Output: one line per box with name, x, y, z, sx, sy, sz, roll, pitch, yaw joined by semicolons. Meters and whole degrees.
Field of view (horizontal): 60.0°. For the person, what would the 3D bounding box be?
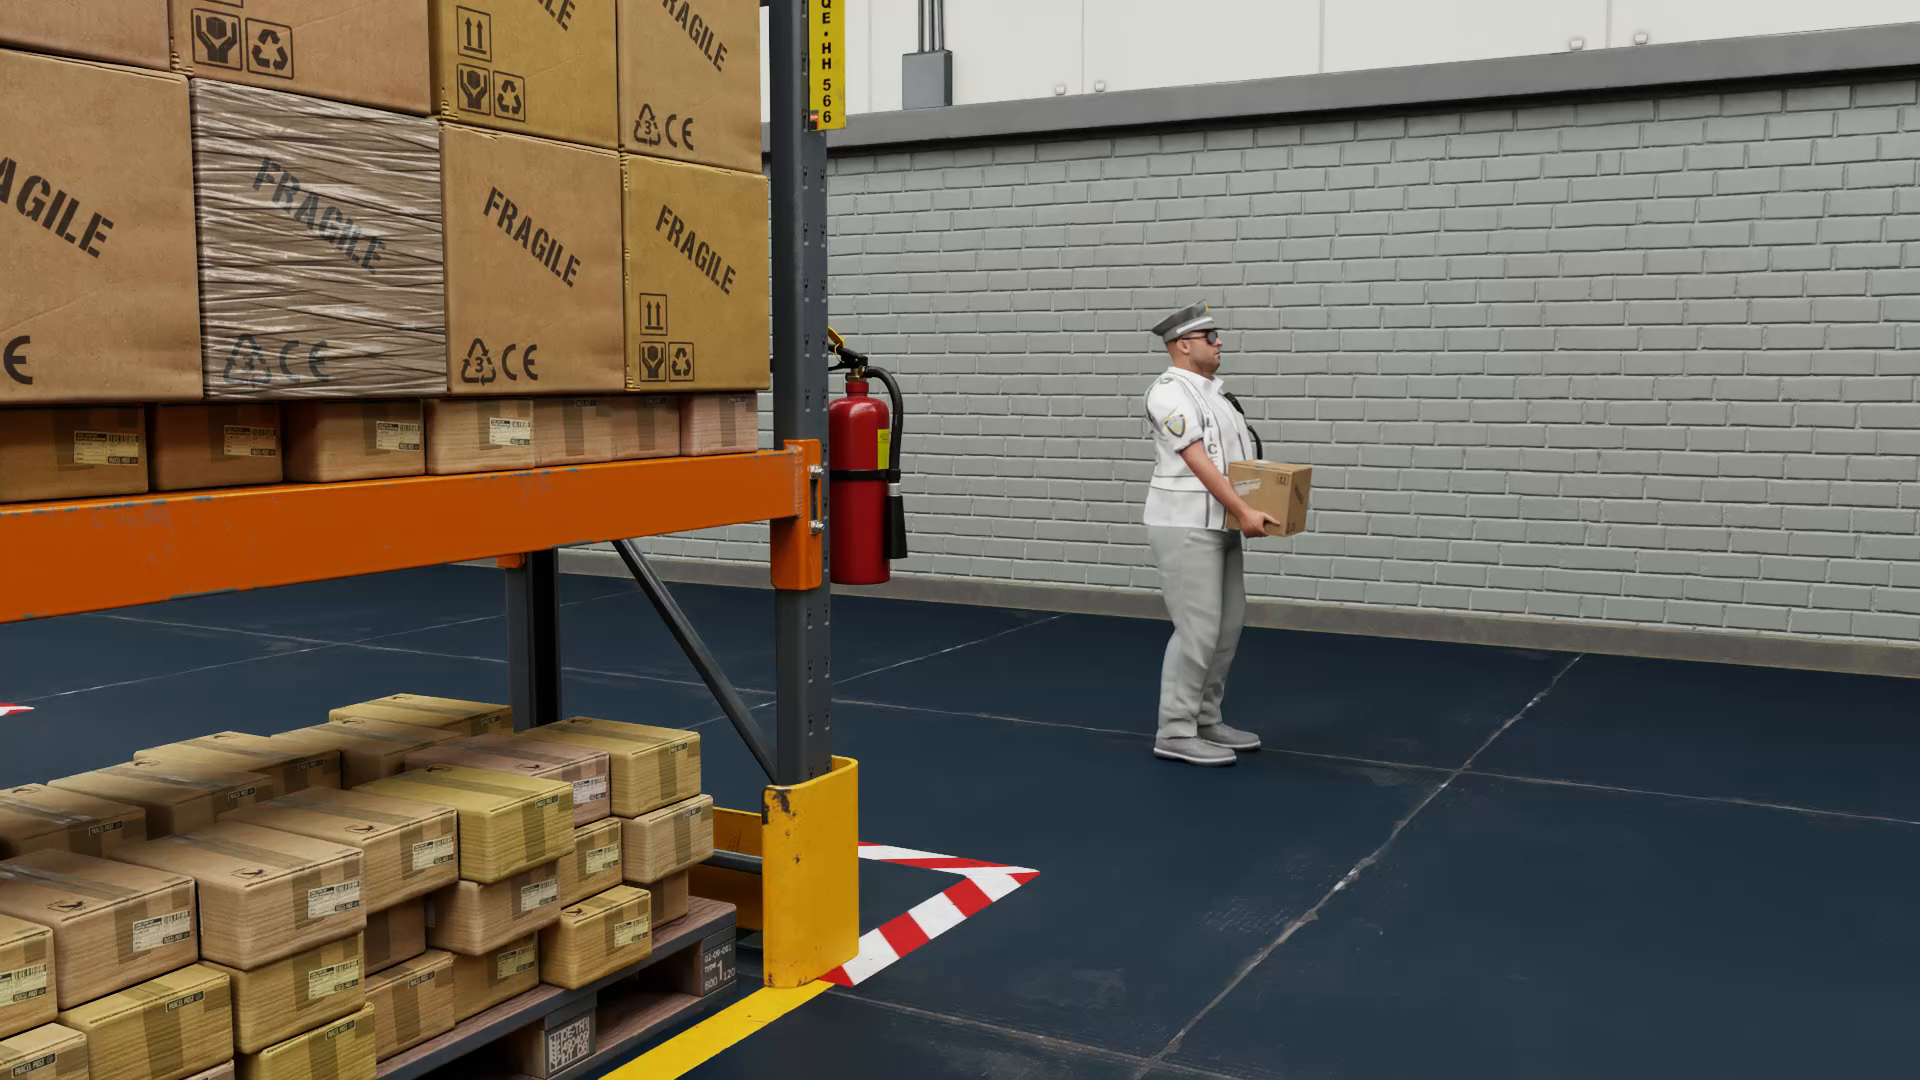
person;1.006;-0.044;6.423;0.572;1.768;0.494;3;7;29
